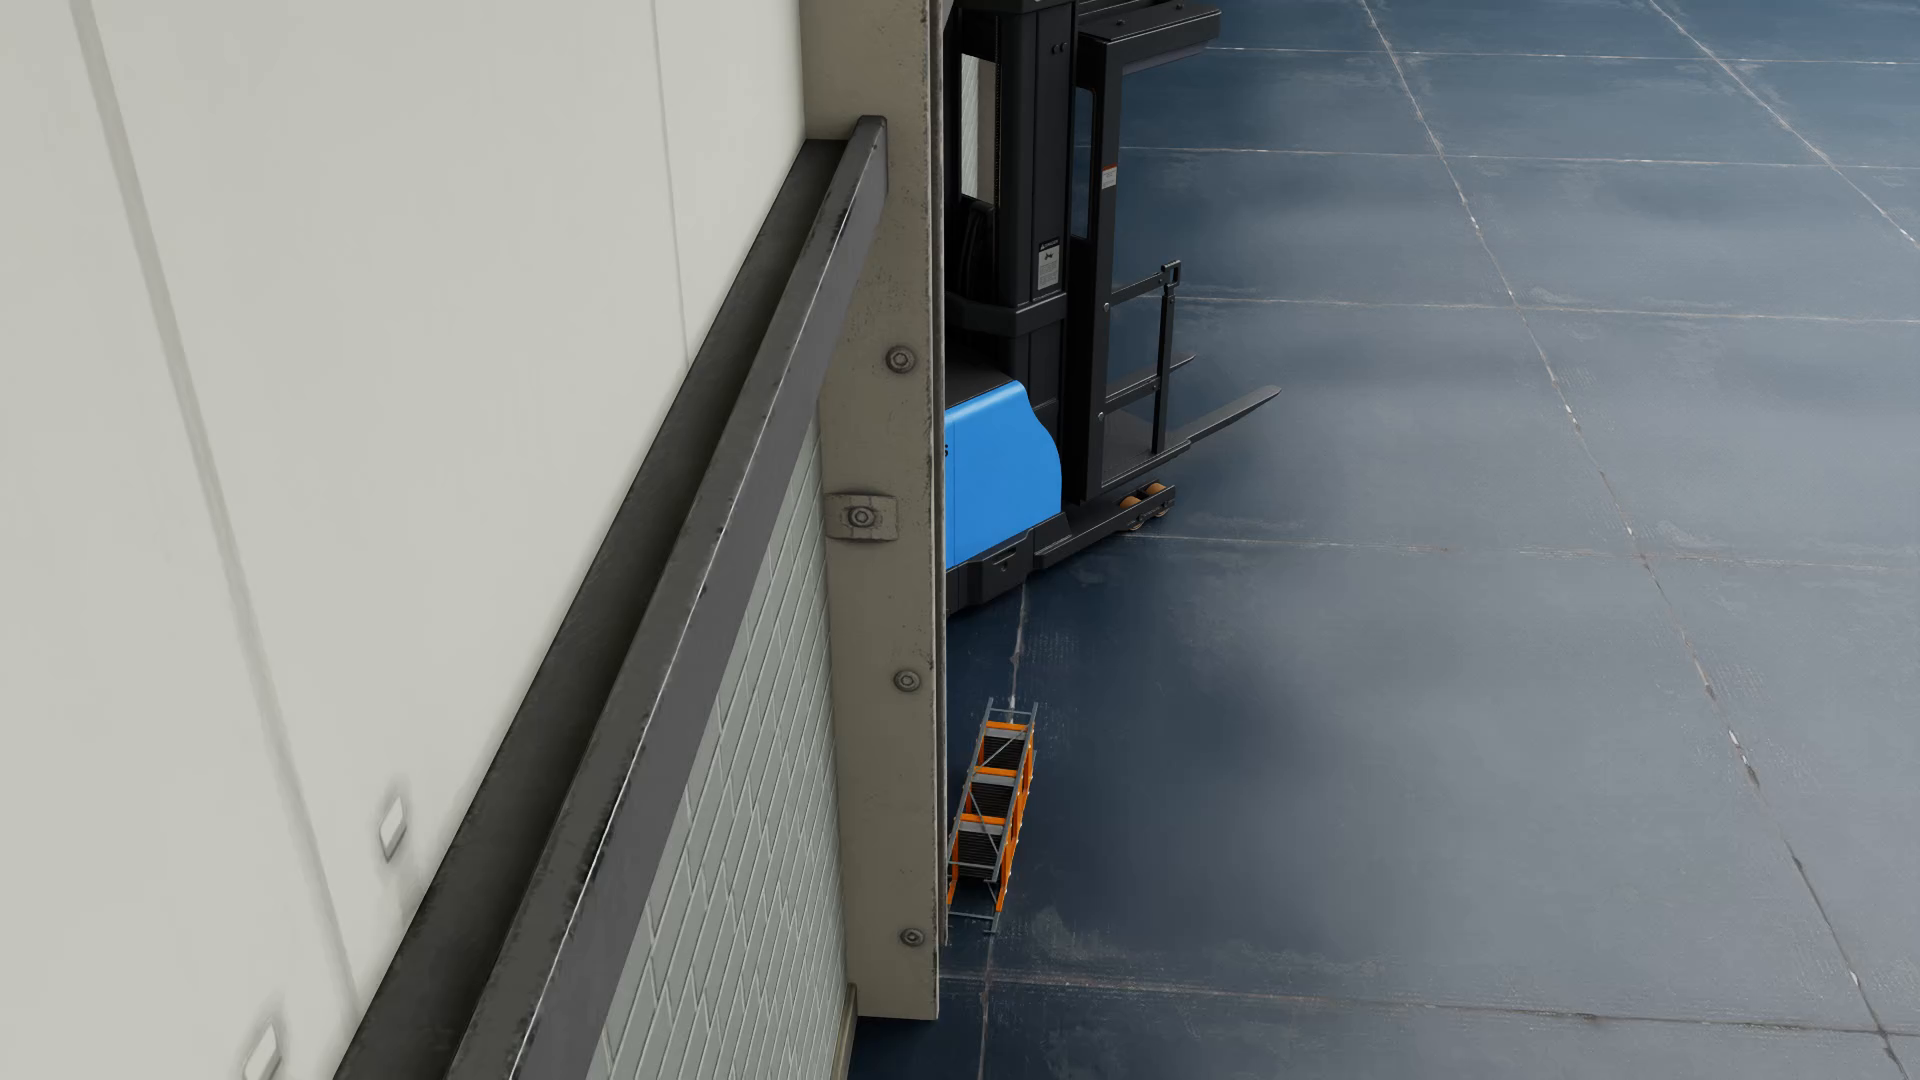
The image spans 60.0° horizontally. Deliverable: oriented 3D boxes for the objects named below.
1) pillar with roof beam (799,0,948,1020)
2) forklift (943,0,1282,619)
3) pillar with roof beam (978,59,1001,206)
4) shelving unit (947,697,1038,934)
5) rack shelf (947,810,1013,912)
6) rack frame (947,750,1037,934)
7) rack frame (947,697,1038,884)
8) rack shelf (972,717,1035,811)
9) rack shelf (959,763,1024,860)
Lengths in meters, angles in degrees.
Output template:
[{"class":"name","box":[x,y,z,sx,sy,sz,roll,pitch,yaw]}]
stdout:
[{"class":"pillar with roof beam","box":[4.076,-2.135,3.137,9.100,9.000,0.400,2,32,4]},{"class":"forklift","box":[0.452,-1.473,7.847,3.031,2.935,1.130,-27,40,-36]},{"class":"pillar with roof beam","box":[4.565,-5.273,8.228,9.100,9.000,0.400,2,32,4]},{"class":"shelving unit","box":[0.122,1.024,6.342,0.215,0.252,1.050,5,32,9]},{"class":"rack shelf","box":[0.070,1.173,6.101,0.215,0.240,0.259,5,32,9]},{"class":"rack frame","box":[0.122,1.128,6.406,0.200,0.008,1.050,5,32,9]},{"class":"rack frame","box":[0.122,0.920,6.278,0.200,0.008,1.050,5,32,9]},{"class":"rack shelf","box":[0.172,0.883,6.571,0.215,0.240,0.259,5,32,9]},{"class":"rack shelf","box":[0.120,1.030,6.333,0.215,0.240,0.259,5,32,9]}]
